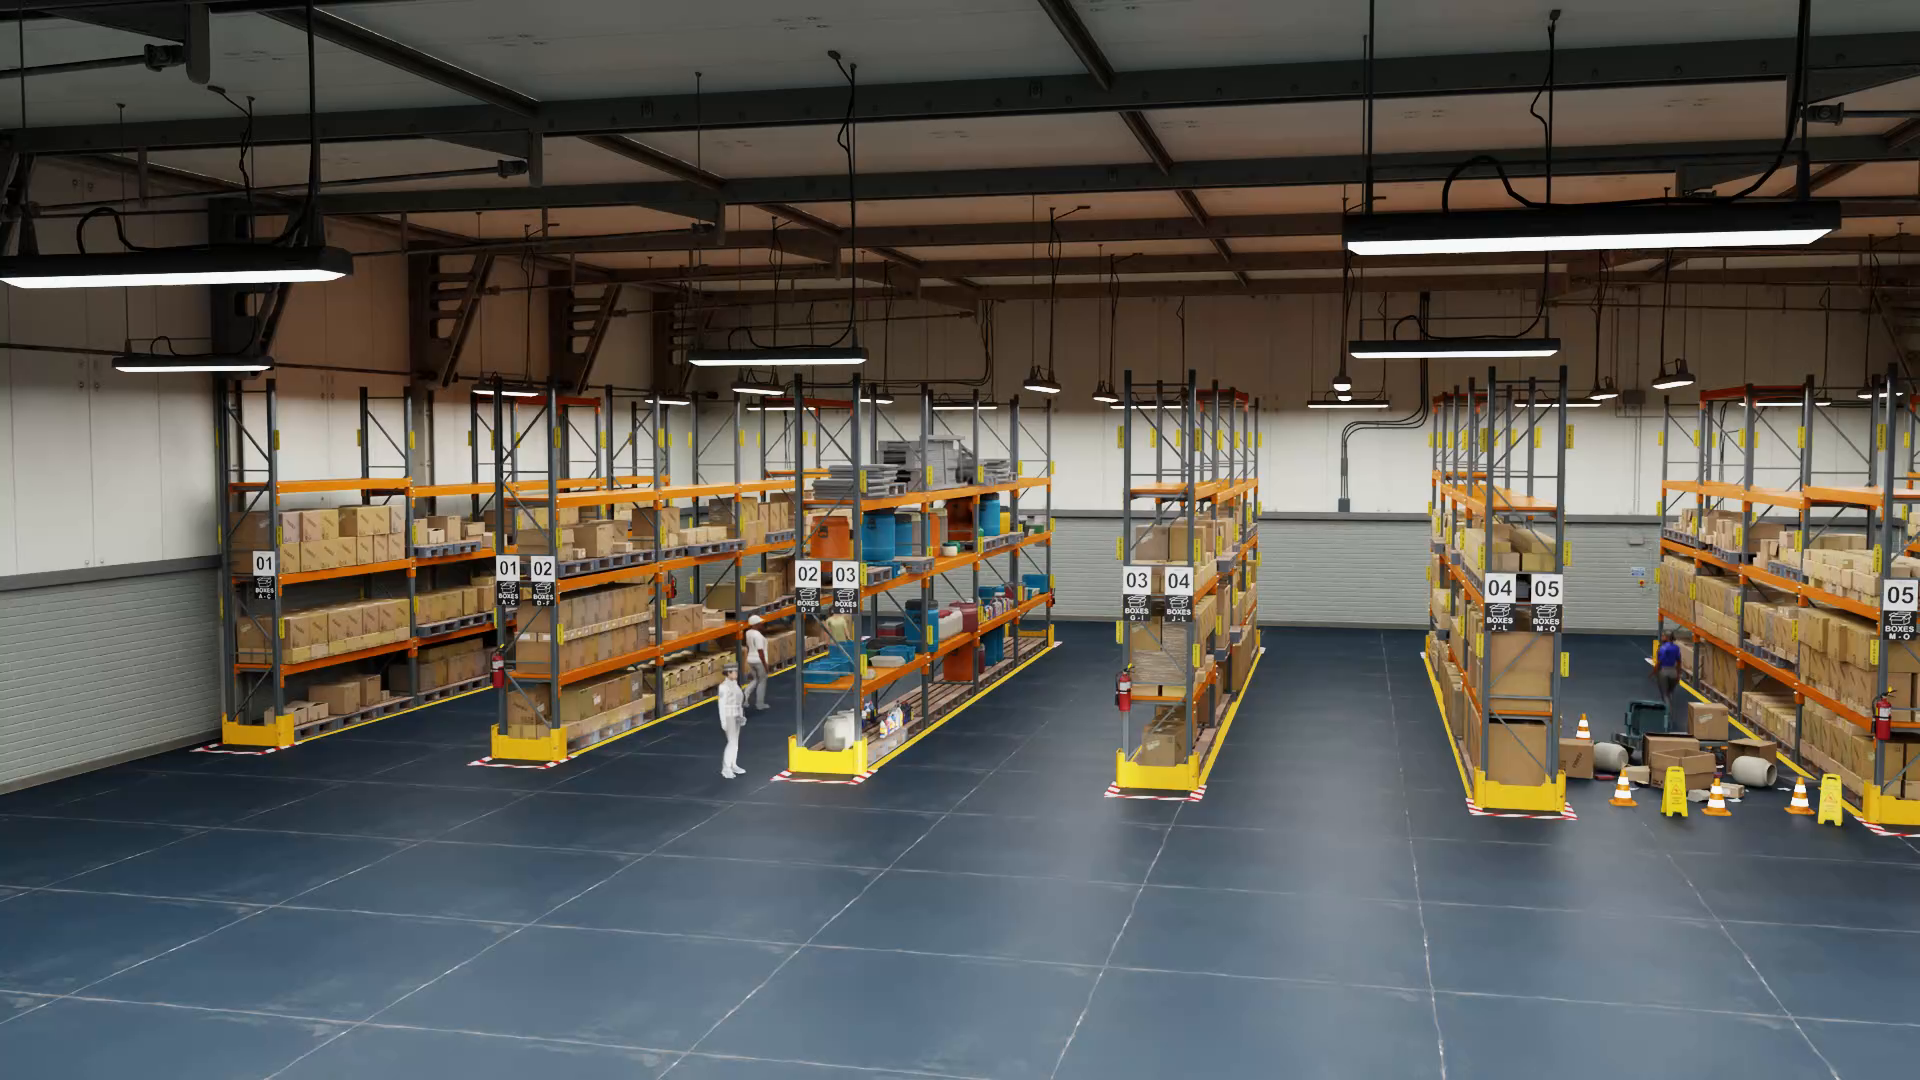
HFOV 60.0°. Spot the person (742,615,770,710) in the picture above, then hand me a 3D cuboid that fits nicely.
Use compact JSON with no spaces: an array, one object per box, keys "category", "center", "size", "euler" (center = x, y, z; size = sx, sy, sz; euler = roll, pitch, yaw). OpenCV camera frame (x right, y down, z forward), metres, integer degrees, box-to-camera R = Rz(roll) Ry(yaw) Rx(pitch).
[{"category":"person","center":[-3.778,2.265,30.769],"size":[0.603,1.756,0.579],"euler":[-3,5,-44]}]

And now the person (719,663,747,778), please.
[{"category":"person","center":[-3.415,2.708,24.915],"size":[0.371,1.713,0.581],"euler":[1,4,16]}]

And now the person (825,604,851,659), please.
[{"category":"person","center":[-2.501,2.132,34.280],"size":[0.605,1.606,0.995],"euler":[1,3,11]}]

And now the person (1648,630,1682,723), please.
[{"category":"person","center":[12.435,2.420,29.283],"size":[0.529,1.689,0.659],"euler":[0,3,-1]}]

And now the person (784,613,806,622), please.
[{"category":"person","center":[-4.414,1.412,45.199],"size":[0.600,1.741,0.719],"euler":[-3,4,-38]}]
